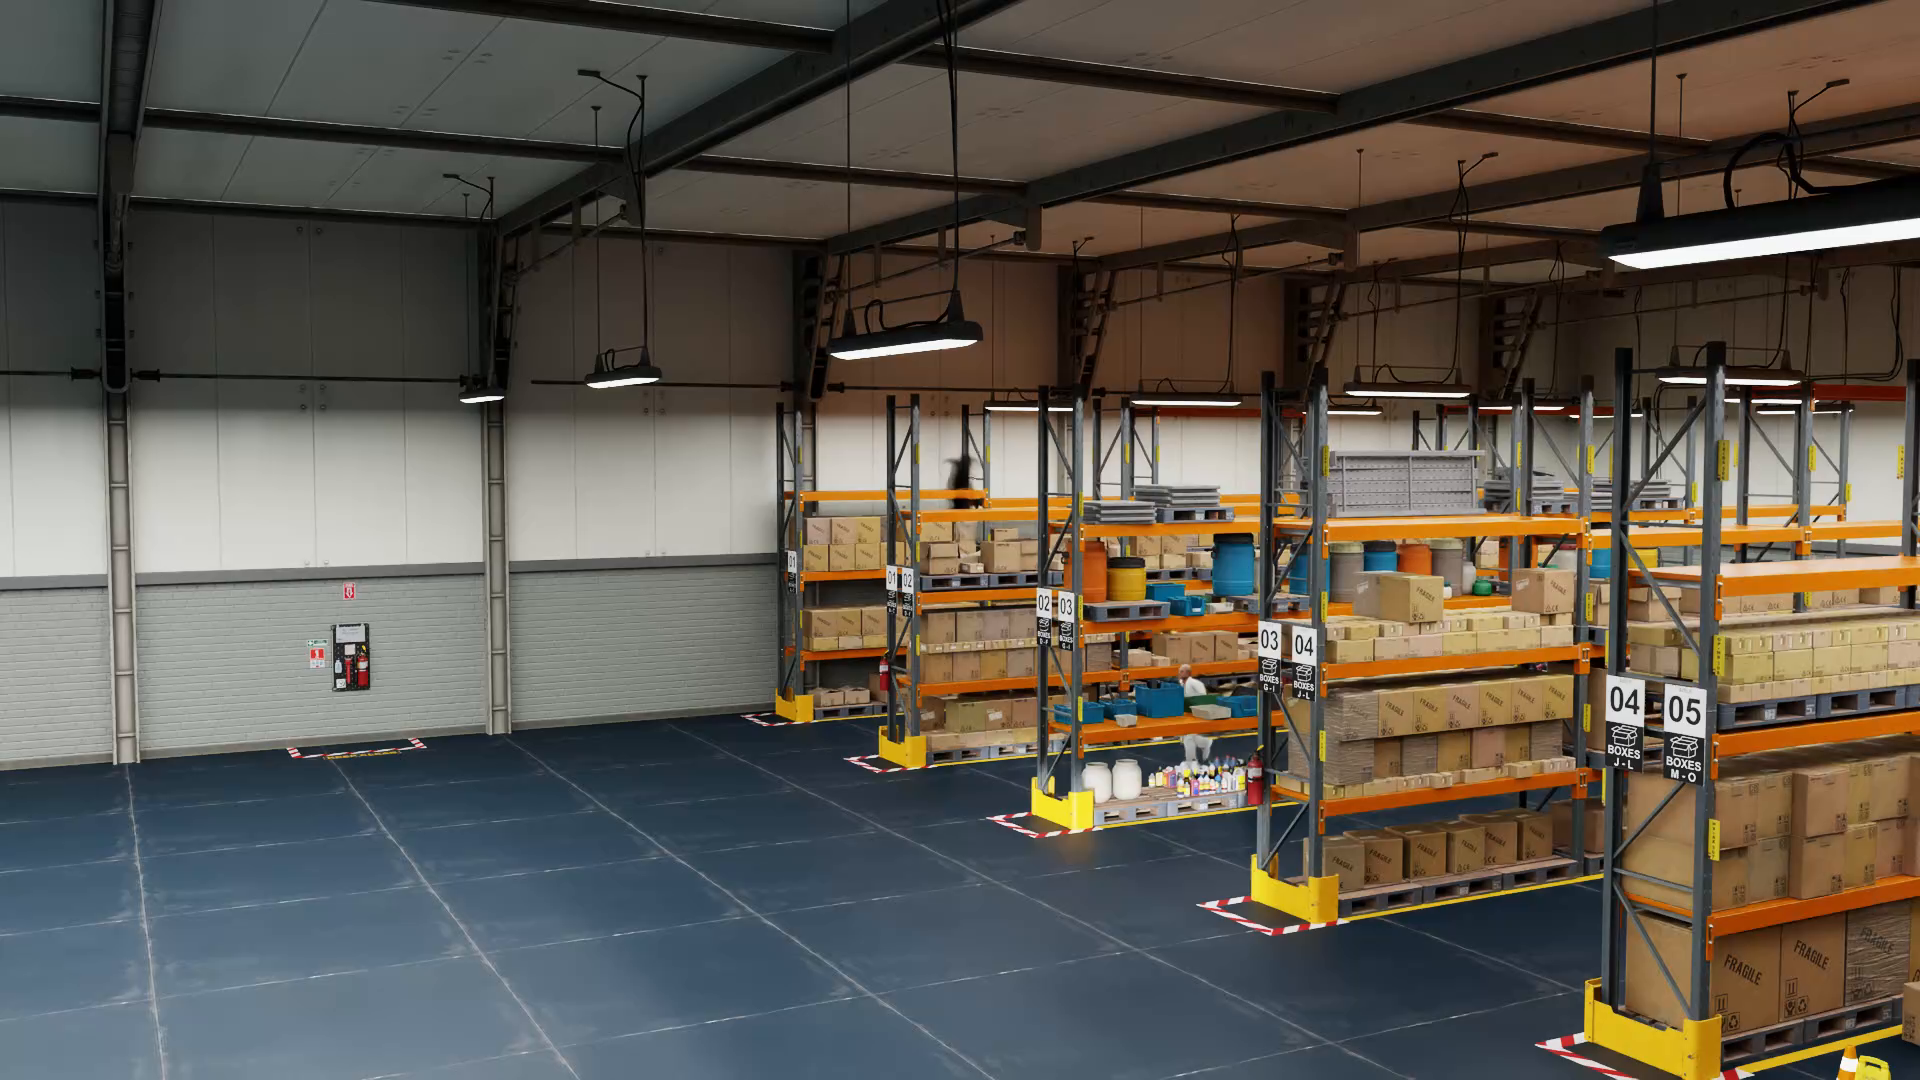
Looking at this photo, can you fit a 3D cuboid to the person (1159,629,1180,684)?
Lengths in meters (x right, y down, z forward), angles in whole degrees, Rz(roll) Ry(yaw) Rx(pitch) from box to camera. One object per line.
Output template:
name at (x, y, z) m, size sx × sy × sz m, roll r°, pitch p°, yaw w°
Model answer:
person at (4.241, 2.428, 33.462) m, size 0.674 × 1.690 × 0.702 m, roll 3°, pitch 5°, yaw 44°

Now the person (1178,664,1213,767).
person at (3.770, 2.818, 26.509) m, size 0.758 × 1.716 × 0.687 m, roll -2°, pitch 4°, yaw -35°
